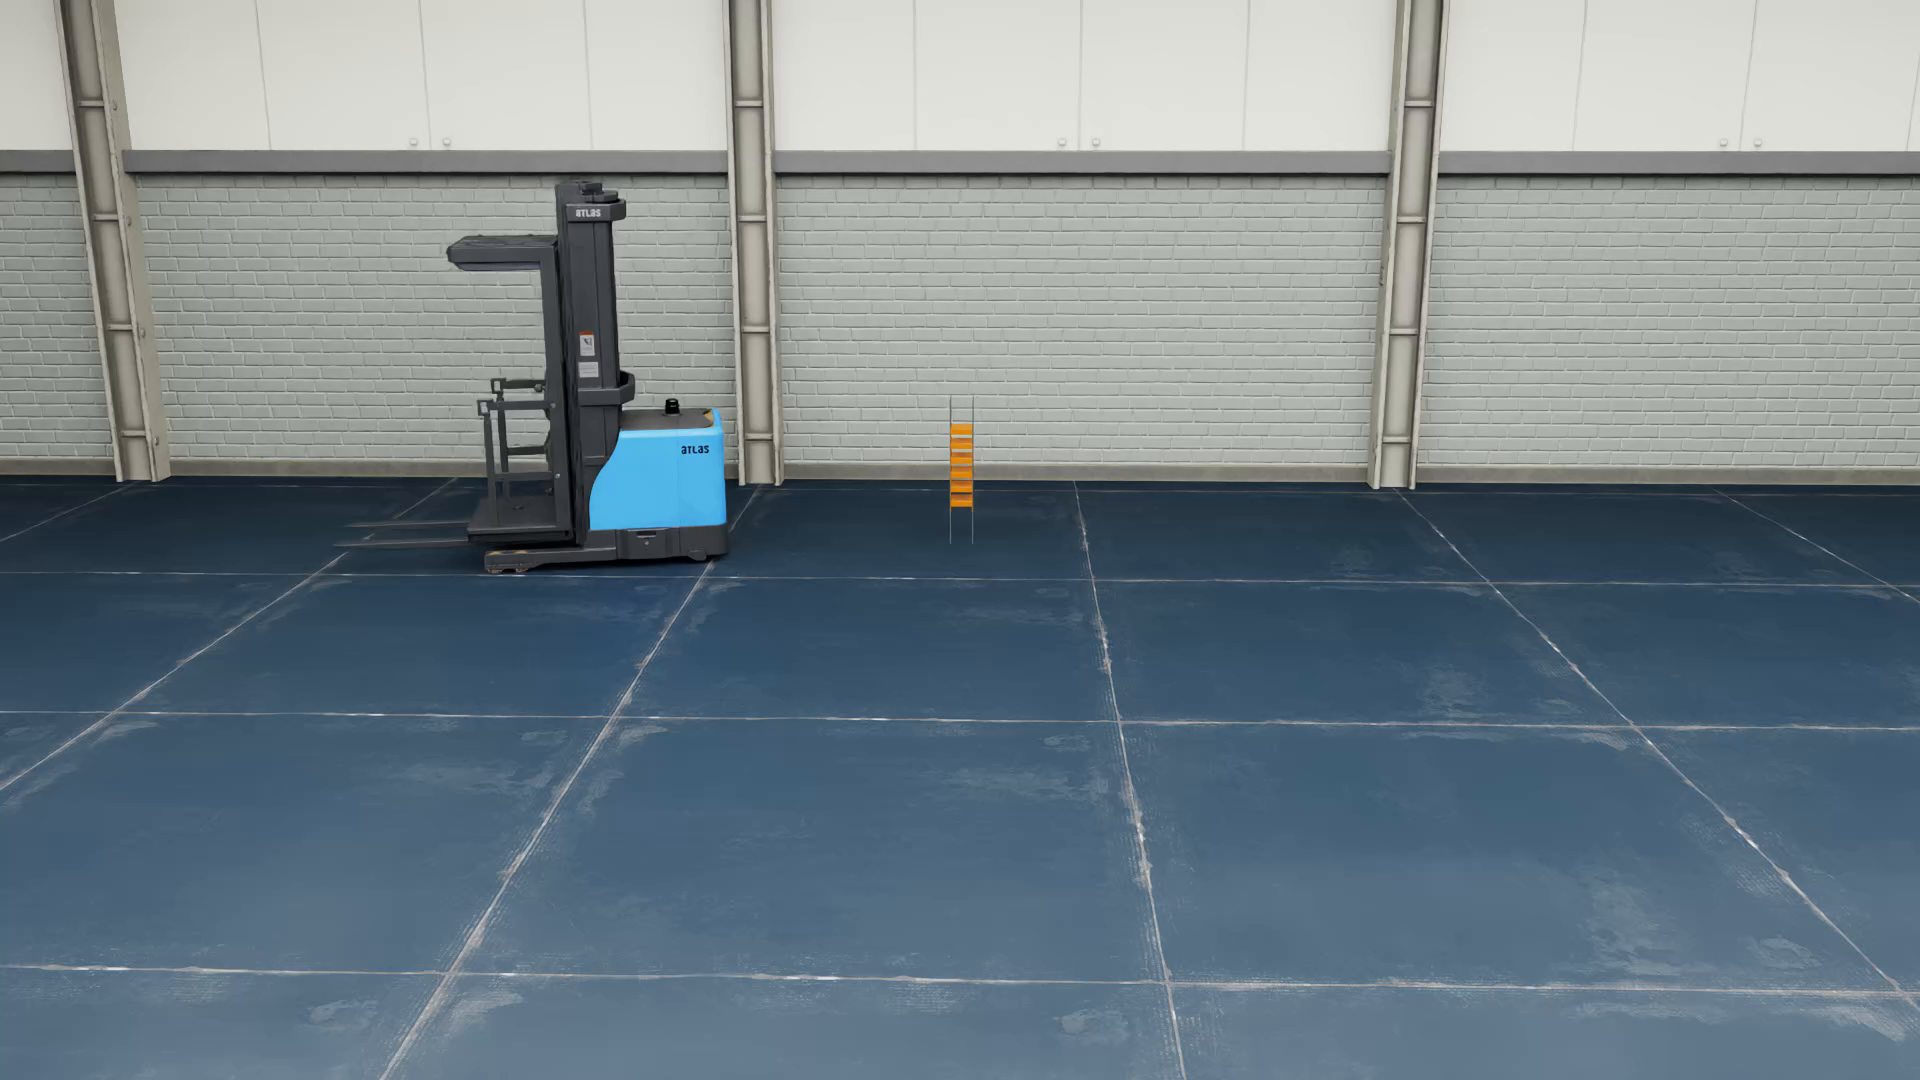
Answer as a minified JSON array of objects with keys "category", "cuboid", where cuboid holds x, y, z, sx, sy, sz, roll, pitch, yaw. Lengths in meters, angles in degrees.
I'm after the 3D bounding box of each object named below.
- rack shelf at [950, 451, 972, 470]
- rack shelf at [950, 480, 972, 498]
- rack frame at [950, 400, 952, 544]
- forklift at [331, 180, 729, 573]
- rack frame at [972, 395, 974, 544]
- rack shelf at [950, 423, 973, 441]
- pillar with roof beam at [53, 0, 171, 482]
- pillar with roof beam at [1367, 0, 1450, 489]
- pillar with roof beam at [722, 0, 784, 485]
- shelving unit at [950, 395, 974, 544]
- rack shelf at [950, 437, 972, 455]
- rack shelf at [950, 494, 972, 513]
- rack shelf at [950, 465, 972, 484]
[{"category":"rack shelf","cuboid":[0.014,-0.653,13.667,0.180,0.103,0.258,0,15,1]},{"category":"rack shelf","cuboid":[0.014,-0.421,13.729,0.180,0.103,0.258,0,15,1]},{"category":"rack frame","cuboid":[-0.077,-0.581,13.689,0.006,1.200,0.240,0,15,1]},{"category":"forklift","cuboid":[-3.401,-1.304,13.037,3.031,2.935,1.130,-2,15,-9]},{"category":"rack frame","cuboid":[0.106,-0.579,13.684,0.006,1.200,0.240,0,15,1]},{"category":"rack shelf","cuboid":[0.014,-0.885,13.606,0.180,0.103,0.258,0,15,1]},{"category":"pillar with roof beam","cuboid":[-8.010,-3.853,10.803,0.400,9.000,9.100,0,15,1]},{"category":"pillar with roof beam","cuboid":[3.986,-3.775,10.507,0.400,9.000,9.100,0,15,1]},{"category":"pillar with roof beam","cuboid":[-2.012,-3.814,10.655,0.400,9.000,9.100,0,15,1]},{"category":"shelving unit","cuboid":[0.014,-0.580,13.687,0.189,1.200,0.258,0,15,1]},{"category":"rack shelf","cuboid":[0.014,-0.769,13.637,0.180,0.103,0.258,0,15,1]},{"category":"rack shelf","cuboid":[0.014,-0.305,13.759,0.180,0.103,0.258,0,15,1]},{"category":"rack shelf","cuboid":[0.014,-0.537,13.698,0.180,0.103,0.258,0,15,1]}]
